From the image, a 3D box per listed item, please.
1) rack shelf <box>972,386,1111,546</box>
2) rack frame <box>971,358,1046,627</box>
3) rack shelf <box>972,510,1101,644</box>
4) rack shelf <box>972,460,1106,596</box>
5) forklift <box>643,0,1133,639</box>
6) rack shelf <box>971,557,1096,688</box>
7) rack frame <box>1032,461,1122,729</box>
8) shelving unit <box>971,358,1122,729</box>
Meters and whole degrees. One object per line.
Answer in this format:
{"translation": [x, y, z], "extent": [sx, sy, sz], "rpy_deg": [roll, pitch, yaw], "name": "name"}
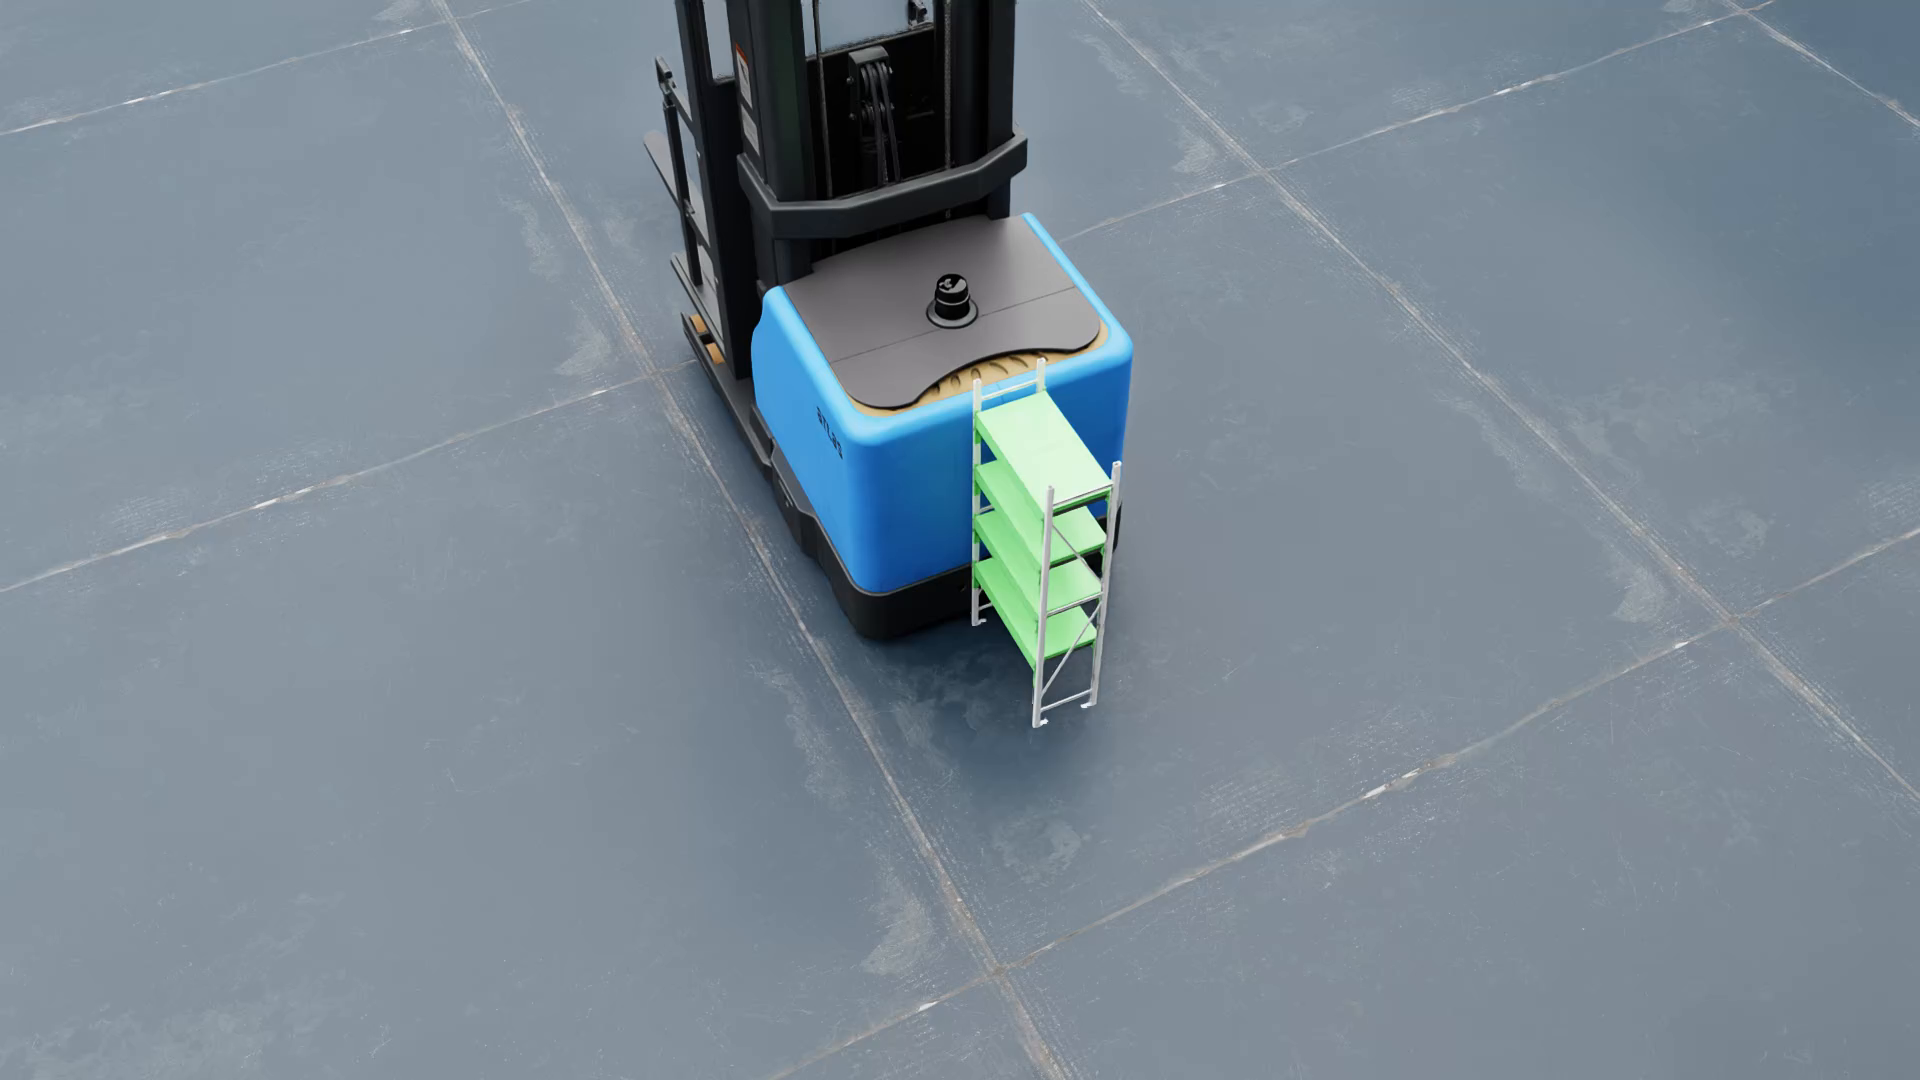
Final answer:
{"translation": [0.257, -0.233, 5.104], "extent": [0.258, 0.148, 0.480], "rpy_deg": [-19, 52, -16], "name": "rack shelf"}
{"translation": [0.153, -0.126, 5.563], "extent": [0.240, 1.200, 0.015], "rpy_deg": [-19, 52, -16], "name": "rack frame"}
{"translation": [0.257, 0.083, 5.466], "extent": [0.258, 0.148, 0.480], "rpy_deg": [-19, 52, -16], "name": "rack shelf"}
{"translation": [0.257, -0.075, 5.285], "extent": [0.258, 0.148, 0.480], "rpy_deg": [-19, 52, -16], "name": "rack shelf"}
{"translation": [-0.498, -1.743, 5.827], "extent": [1.130, 2.935, 3.031], "rpy_deg": [-19, 52, -16], "name": "forklift"}
{"translation": [0.257, 0.241, 5.646], "extent": [0.258, 0.148, 0.480], "rpy_deg": [-19, 52, -16], "name": "rack shelf"}
{"translation": [0.360, 0.207, 5.272], "extent": [0.240, 1.200, 0.015], "rpy_deg": [-19, 52, -16], "name": "rack frame"}
{"translation": [0.257, 0.040, 5.417], "extent": [0.258, 1.200, 0.503], "rpy_deg": [-19, 52, -16], "name": "shelving unit"}
